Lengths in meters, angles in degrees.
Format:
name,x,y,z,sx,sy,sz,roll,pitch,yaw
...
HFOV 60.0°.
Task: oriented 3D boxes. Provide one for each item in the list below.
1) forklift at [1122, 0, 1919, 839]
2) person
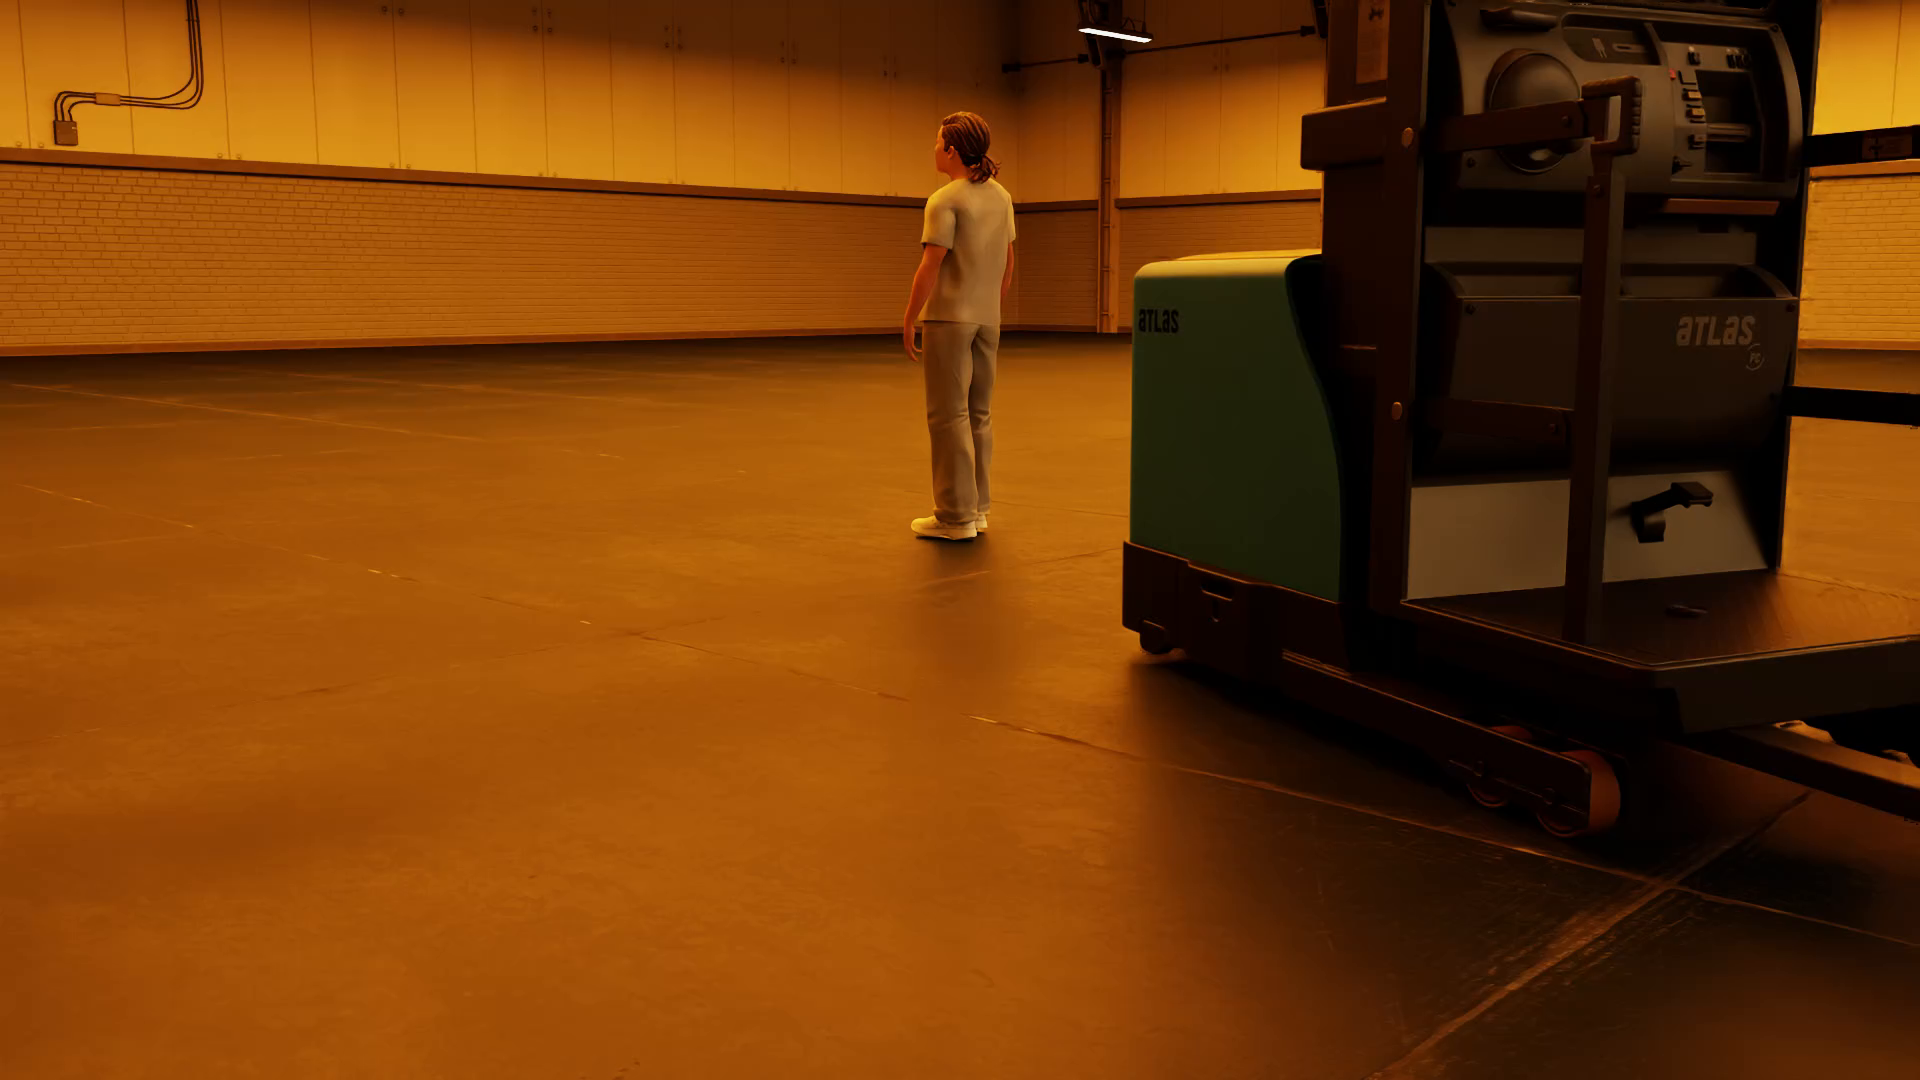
name,x,y,z,sx,sy,sz,roll,pitch,yaw
forklift,1.490,-0.970,3.315,1.130,2.935,3.031,-4,9,-22
person,-0.043,-0.798,6.659,0.549,1.580,0.549,8,12,43
